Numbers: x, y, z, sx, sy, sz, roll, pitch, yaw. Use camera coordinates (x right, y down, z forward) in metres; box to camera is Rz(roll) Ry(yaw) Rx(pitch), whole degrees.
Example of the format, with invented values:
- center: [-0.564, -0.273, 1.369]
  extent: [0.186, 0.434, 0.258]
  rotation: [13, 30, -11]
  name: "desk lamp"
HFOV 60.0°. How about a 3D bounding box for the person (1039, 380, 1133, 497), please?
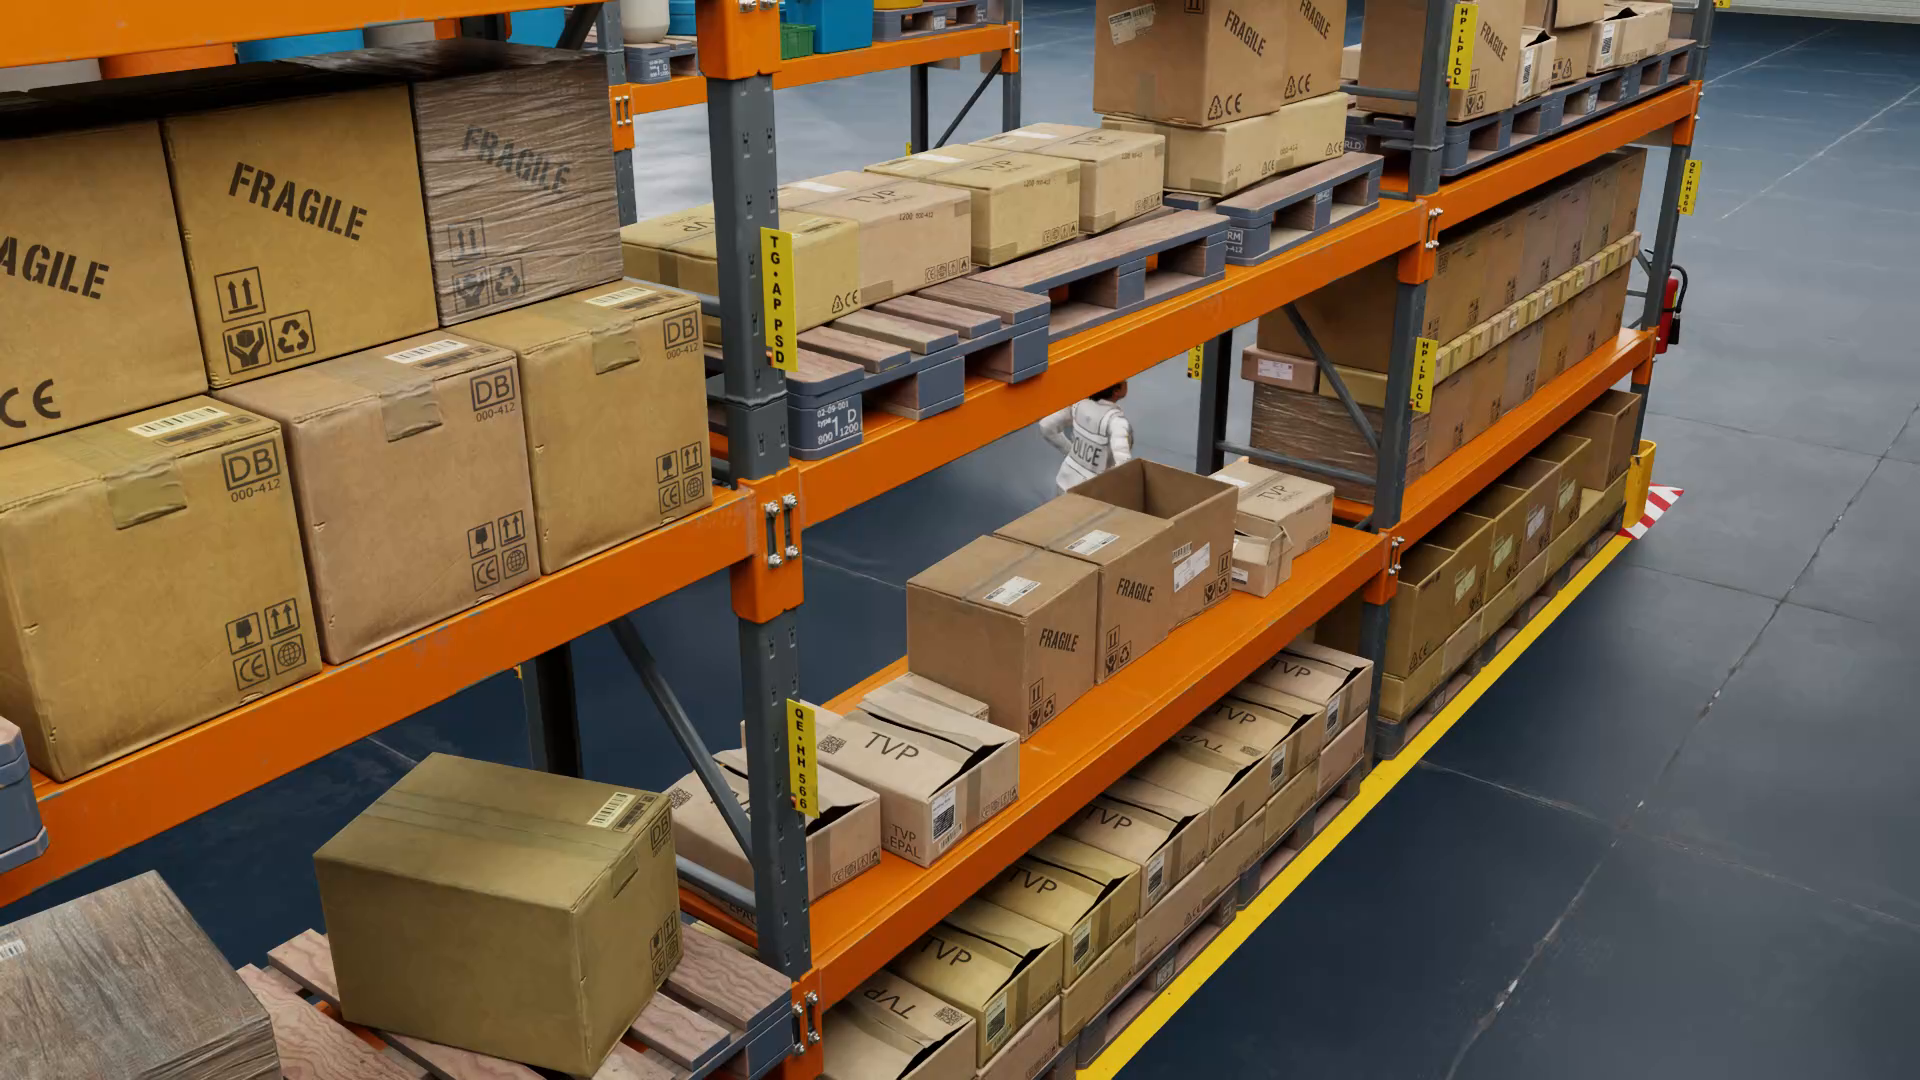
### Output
- center: [0.746, -0.339, 9.482]
  extent: [0.514, 1.606, 0.999]
  rotation: [-20, 31, -38]
  name: "person"
